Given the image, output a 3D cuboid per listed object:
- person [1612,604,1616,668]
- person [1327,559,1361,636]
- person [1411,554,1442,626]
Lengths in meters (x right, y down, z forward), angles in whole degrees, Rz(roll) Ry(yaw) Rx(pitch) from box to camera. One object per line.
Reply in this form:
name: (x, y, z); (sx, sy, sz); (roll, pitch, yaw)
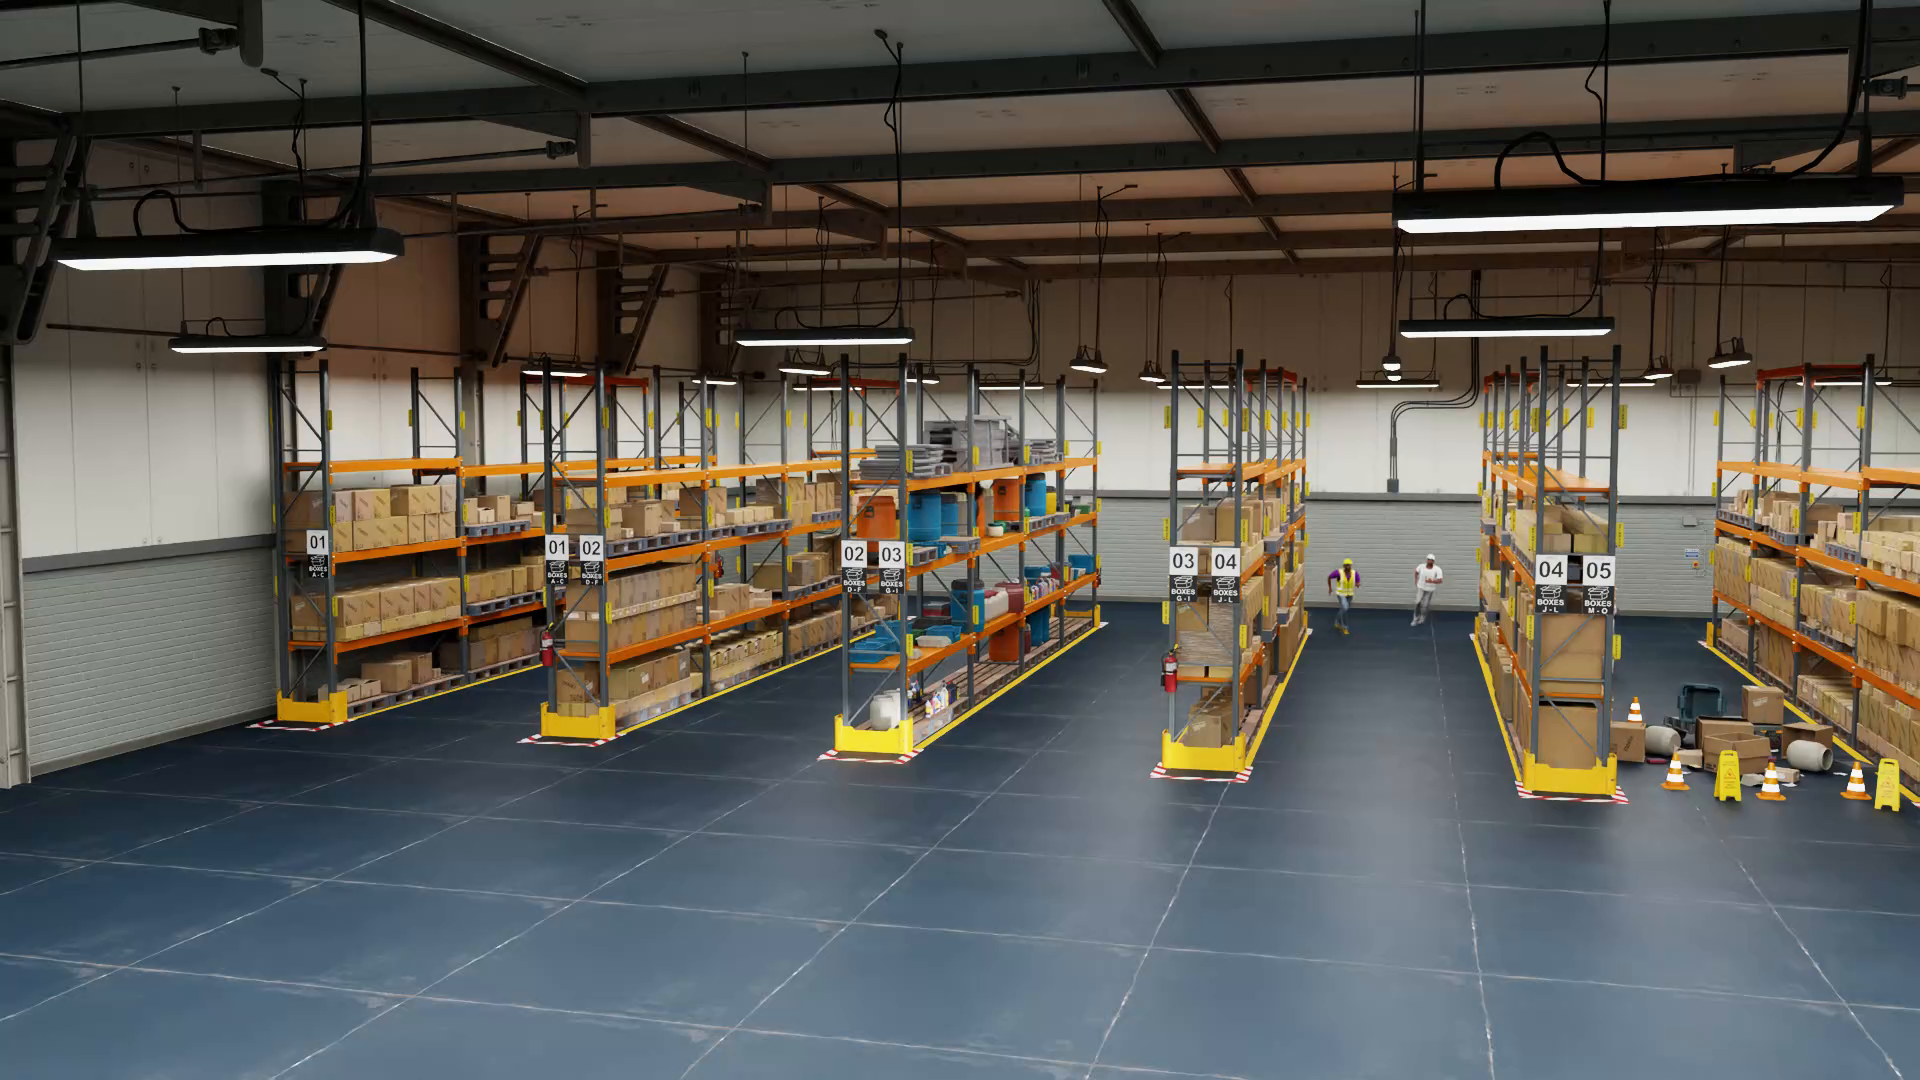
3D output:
person: (12.961, 1.796, 33.539); (0.599, 1.635, 0.941); (0, 4, 7)
person: (9.036, 1.316, 39.055); (0.694, 1.780, 0.923); (-1, 4, -15)
person: (11.406, 1.232, 40.567); (0.719, 1.804, 0.687); (2, 4, 24)
